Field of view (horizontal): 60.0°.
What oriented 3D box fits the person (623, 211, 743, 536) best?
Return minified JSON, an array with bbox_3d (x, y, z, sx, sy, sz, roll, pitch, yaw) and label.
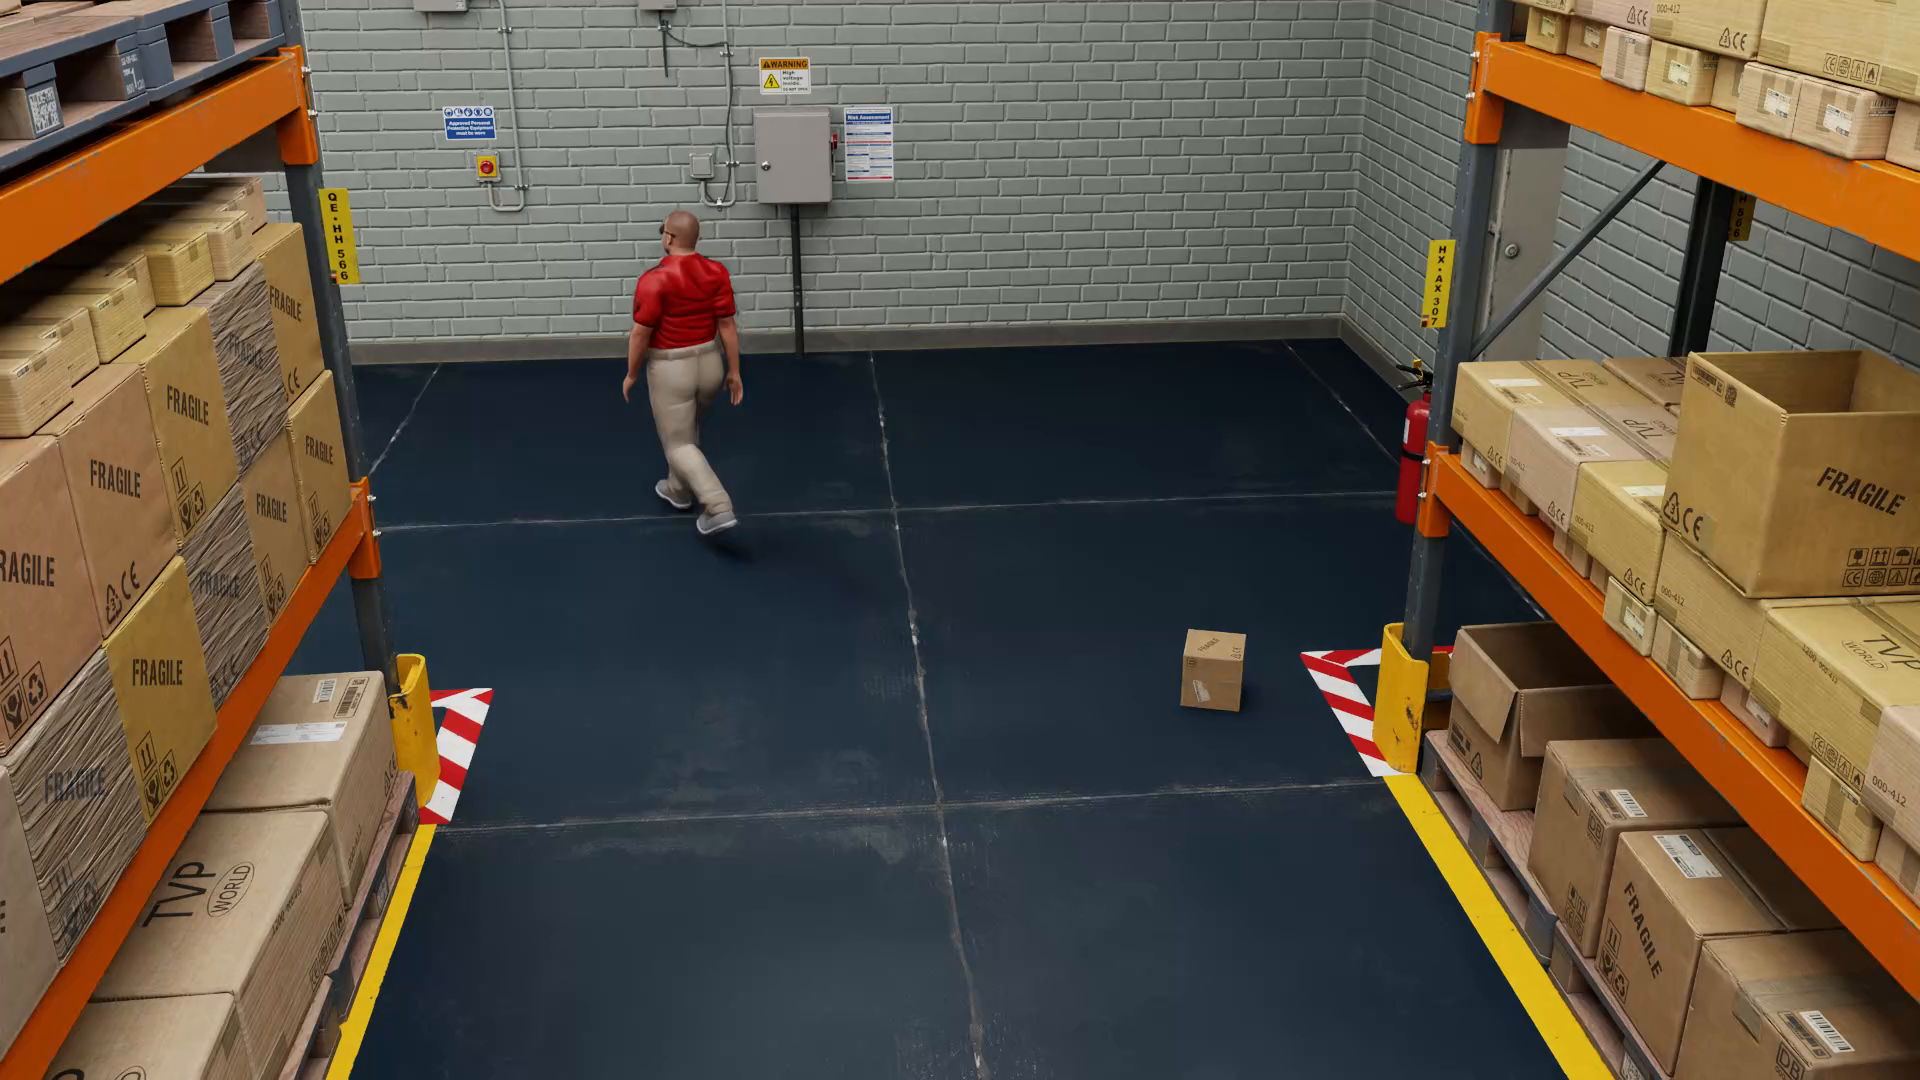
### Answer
[{"bbox_3d":[-1.444,-0.870,8.606,0.553,1.679,0.978,-20,30,-38],"label":"person"}]
